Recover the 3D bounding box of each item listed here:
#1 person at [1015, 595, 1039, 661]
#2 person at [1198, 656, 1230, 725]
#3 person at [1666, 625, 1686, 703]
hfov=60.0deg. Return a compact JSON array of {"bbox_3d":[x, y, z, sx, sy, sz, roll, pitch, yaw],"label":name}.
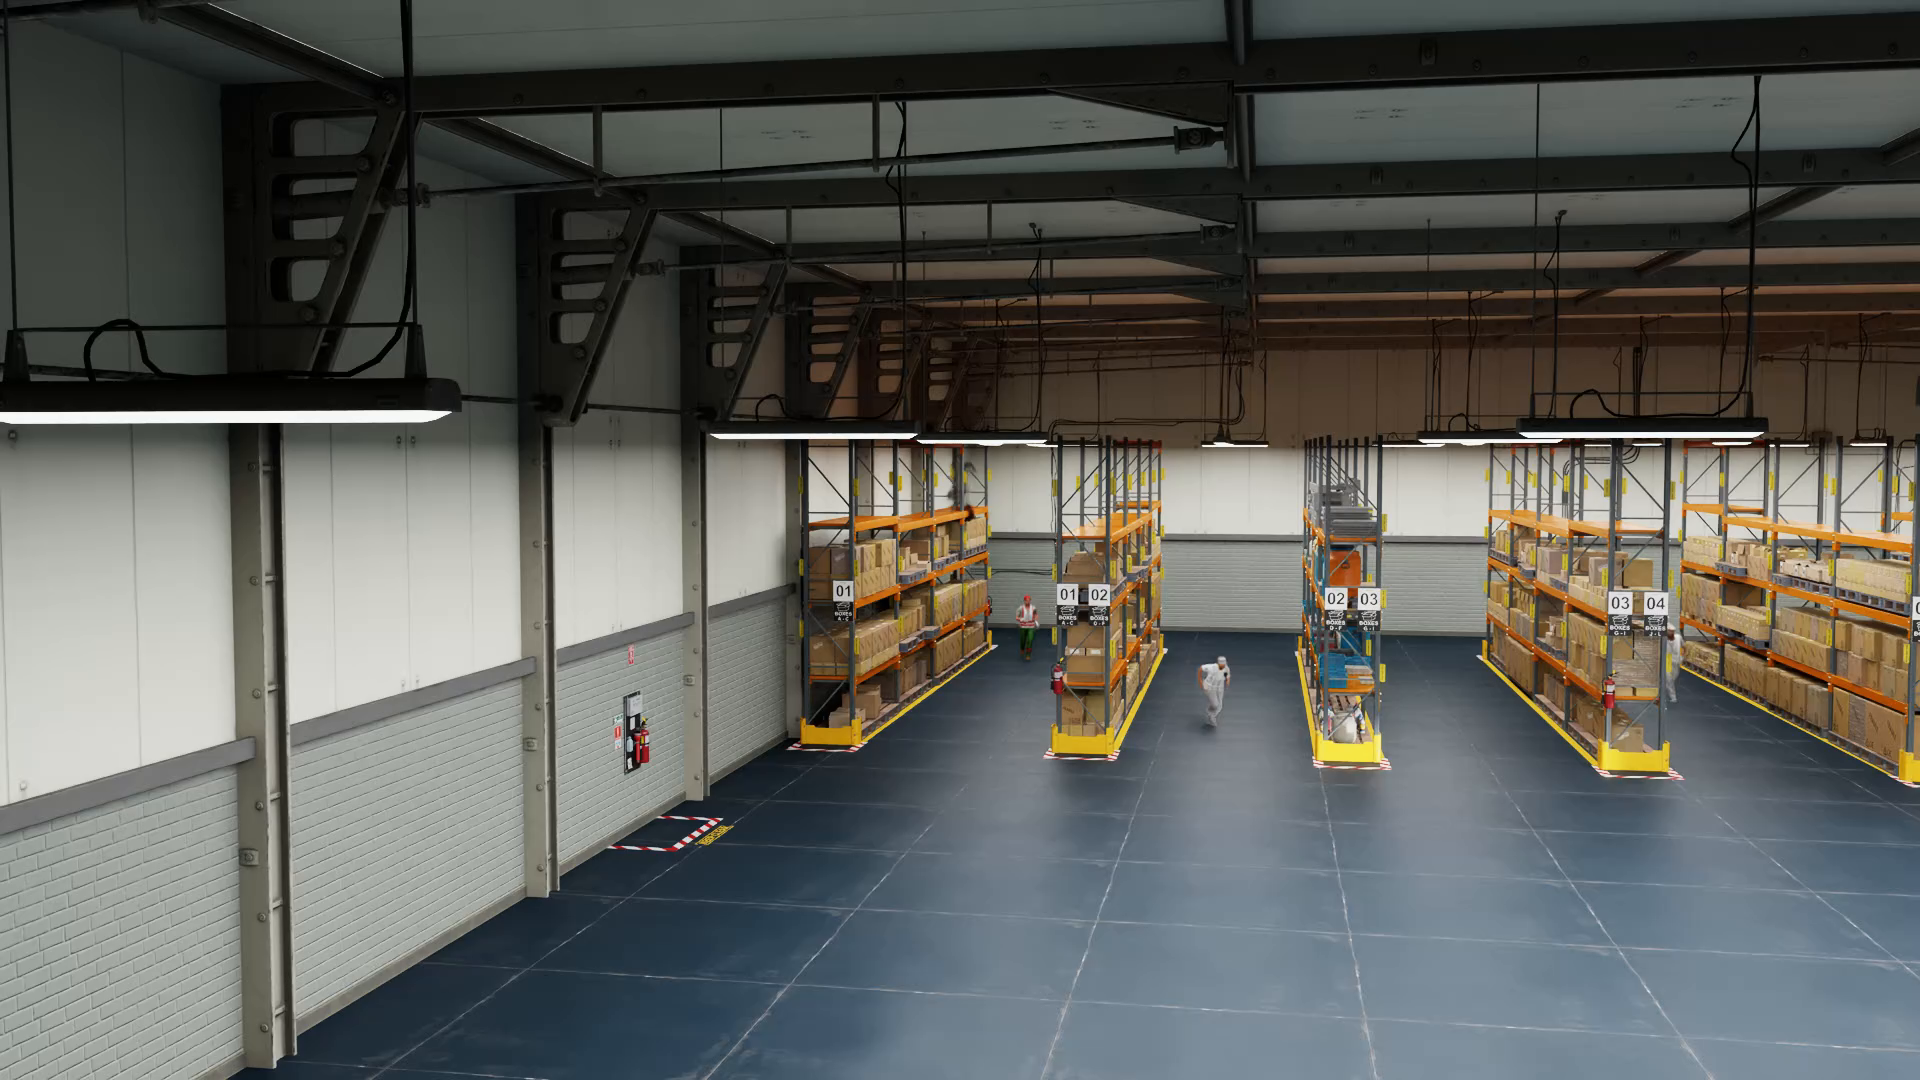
[{"bbox_3d":[1.821,2.385,45.278,0.660,1.765,0.860,0,3,-5],"label":"person"},{"bbox_3d":[5.241,3.117,34.329,0.637,1.496,0.864,-1,3,-18],"label":"person"},{"bbox_3d":[16.269,2.806,38.156,0.682,1.768,0.992,0,3,7],"label":"person"}]
